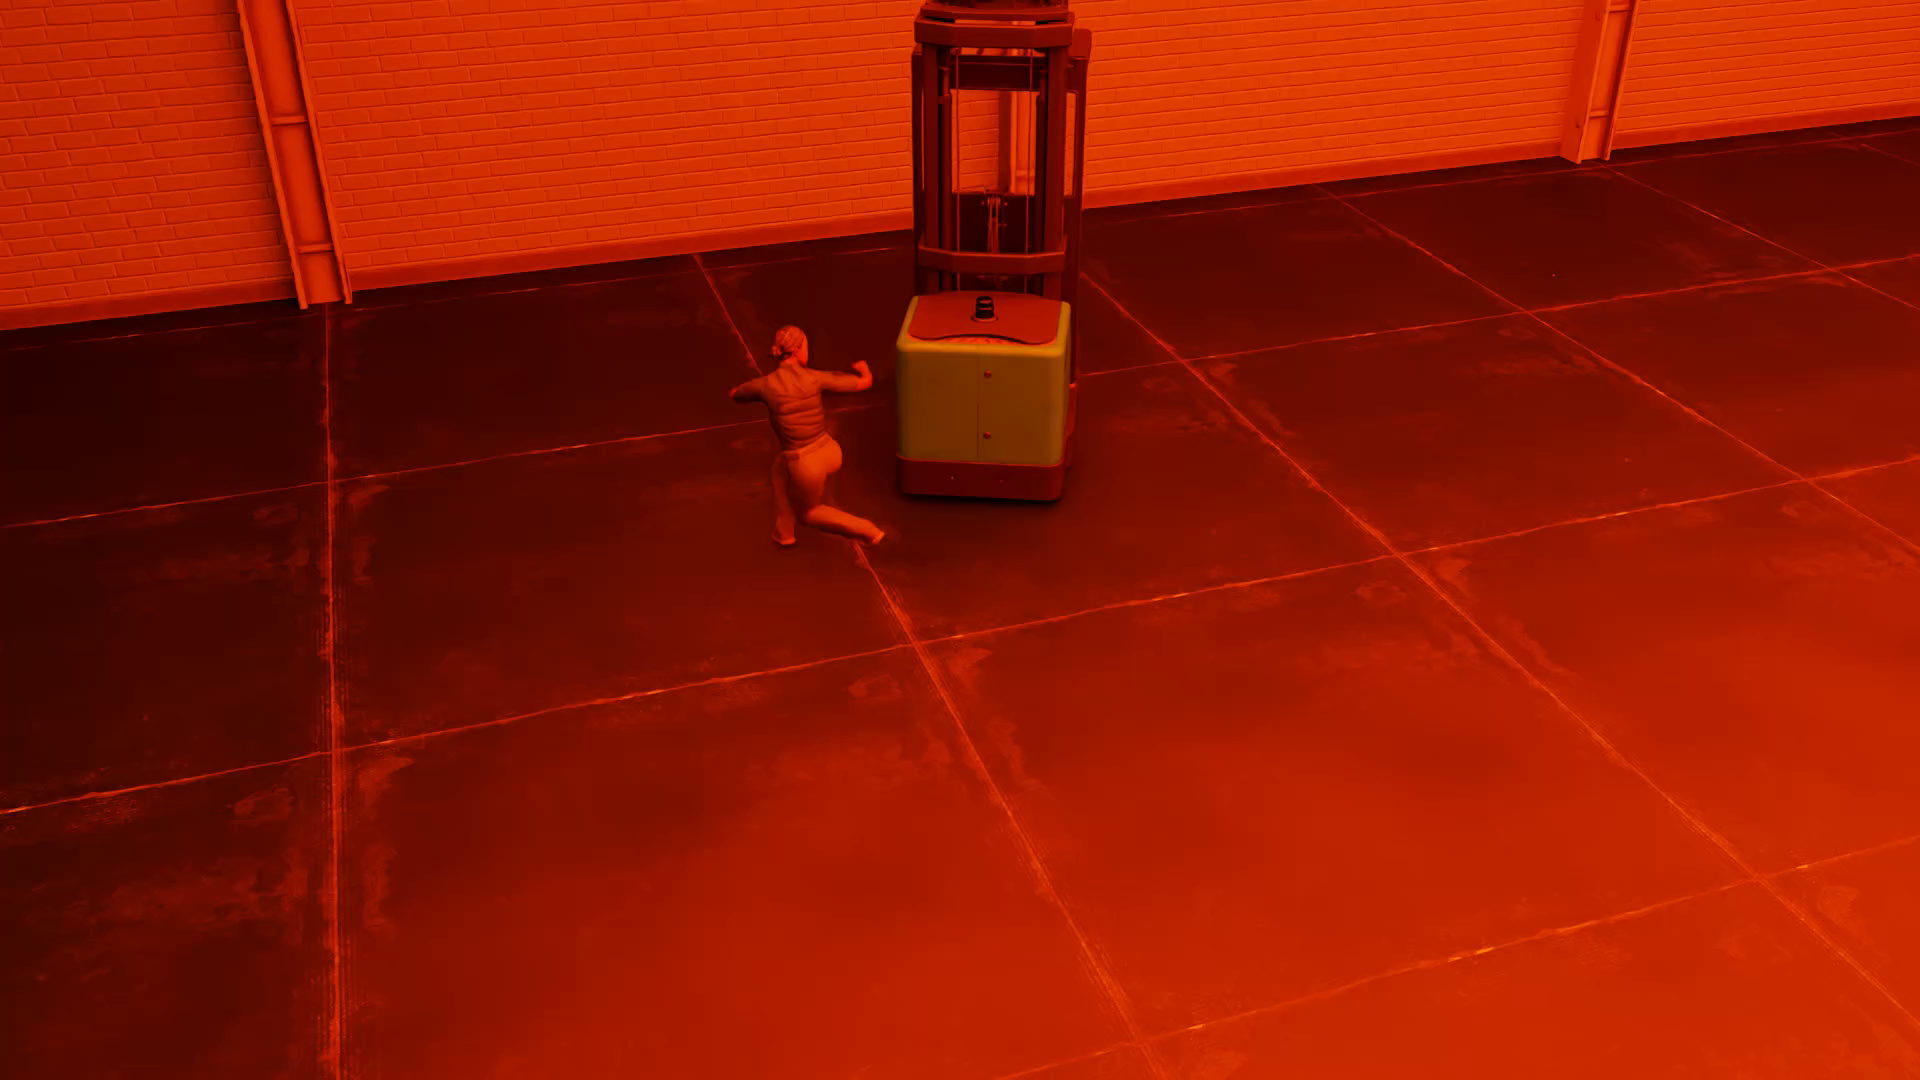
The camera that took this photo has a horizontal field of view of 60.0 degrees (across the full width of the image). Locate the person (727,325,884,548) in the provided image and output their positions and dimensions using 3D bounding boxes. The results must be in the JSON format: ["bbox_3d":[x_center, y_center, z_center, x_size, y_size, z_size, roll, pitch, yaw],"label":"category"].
[{"bbox_3d":[-0.878,-0.615,9.687,0.795,1.426,1.088,-23,37,-34],"label":"person"}]

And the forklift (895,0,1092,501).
[{"bbox_3d":[0.269,-2.225,10.954,1.130,2.935,3.031,3,30,5],"label":"forklift"}]
